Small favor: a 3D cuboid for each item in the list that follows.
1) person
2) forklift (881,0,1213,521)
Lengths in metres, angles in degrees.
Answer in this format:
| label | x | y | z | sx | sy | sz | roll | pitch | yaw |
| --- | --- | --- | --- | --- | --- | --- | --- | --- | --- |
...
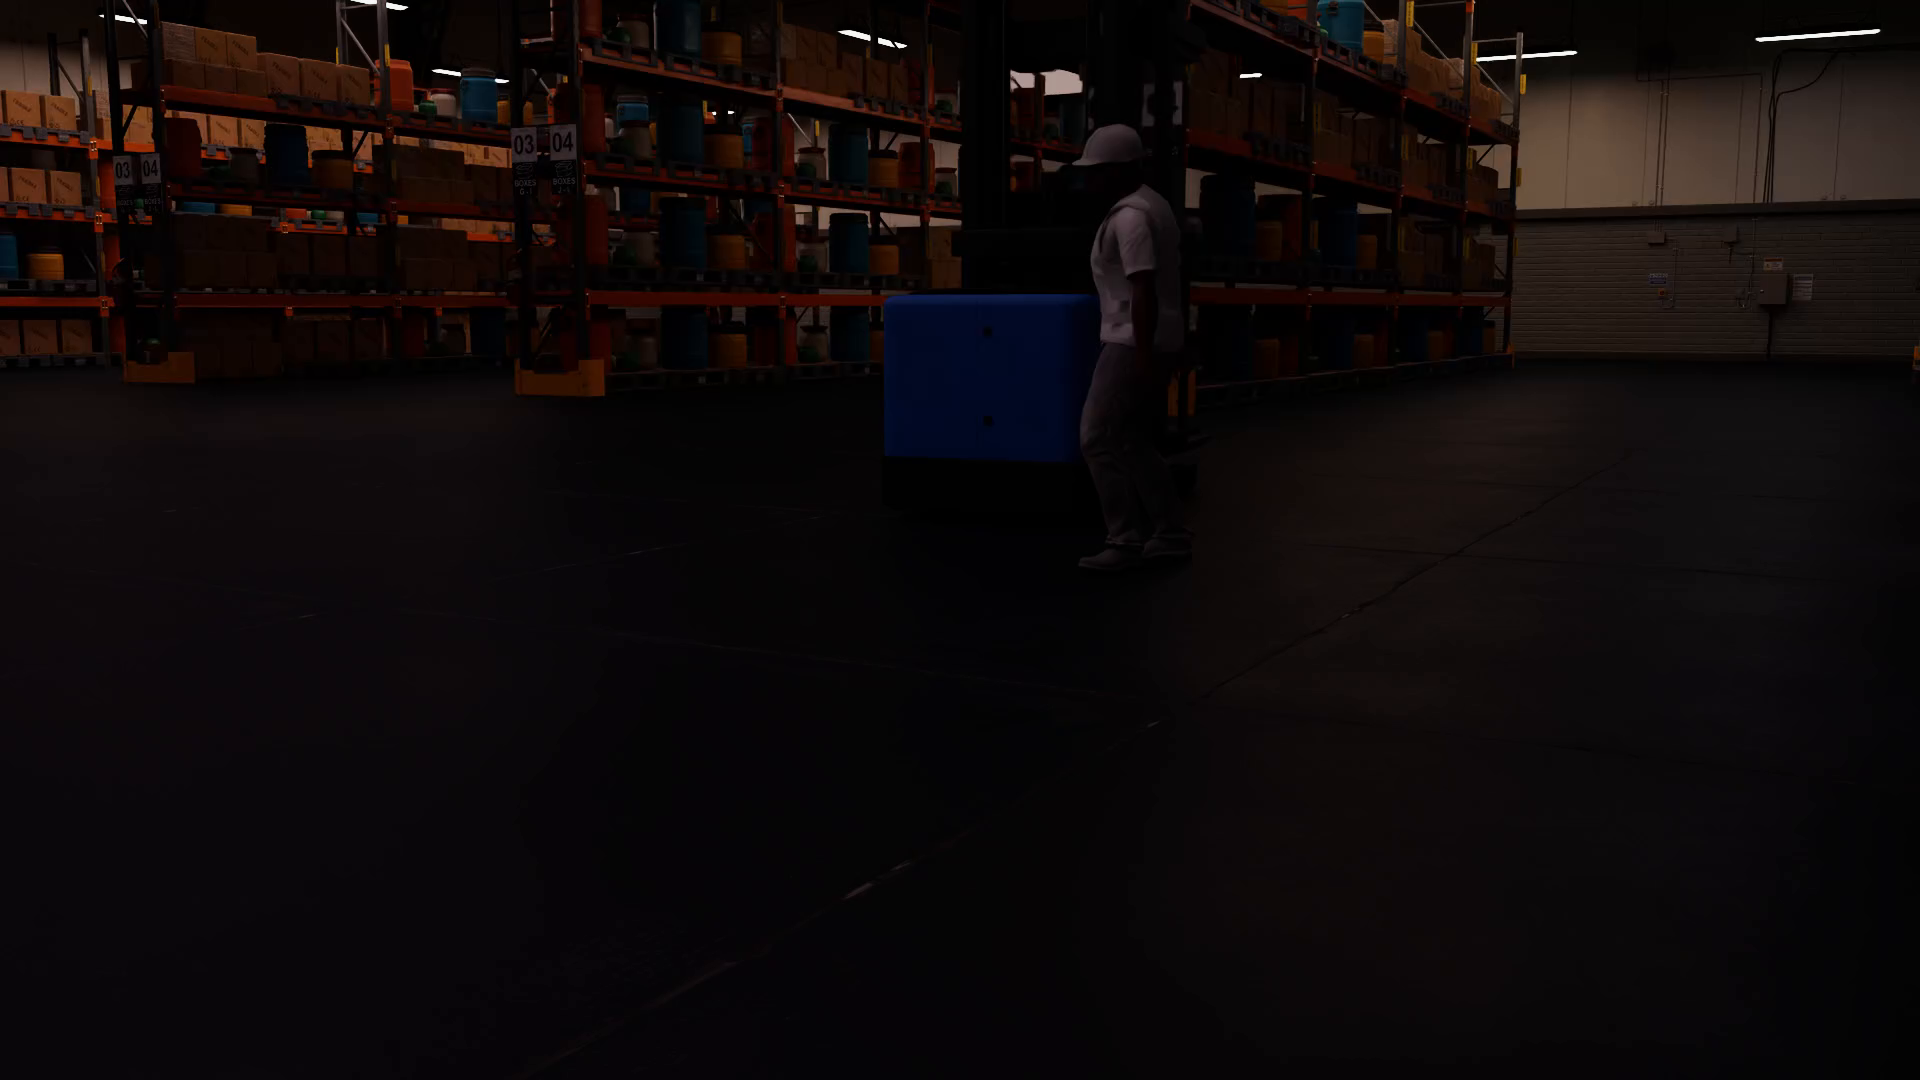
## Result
| label | x | y | z | sx | sy | sz | roll | pitch | yaw |
| --- | --- | --- | --- | --- | --- | --- | --- | --- | --- |
| person | 0.691 | -0.762 | 6.607 | 0.473 | 1.733 | 0.897 | 2 | 8 | 17 |
| forklift | 0.666 | -1.705 | 8.947 | 1.130 | 2.935 | 3.031 | 3 | 9 | 23 |
